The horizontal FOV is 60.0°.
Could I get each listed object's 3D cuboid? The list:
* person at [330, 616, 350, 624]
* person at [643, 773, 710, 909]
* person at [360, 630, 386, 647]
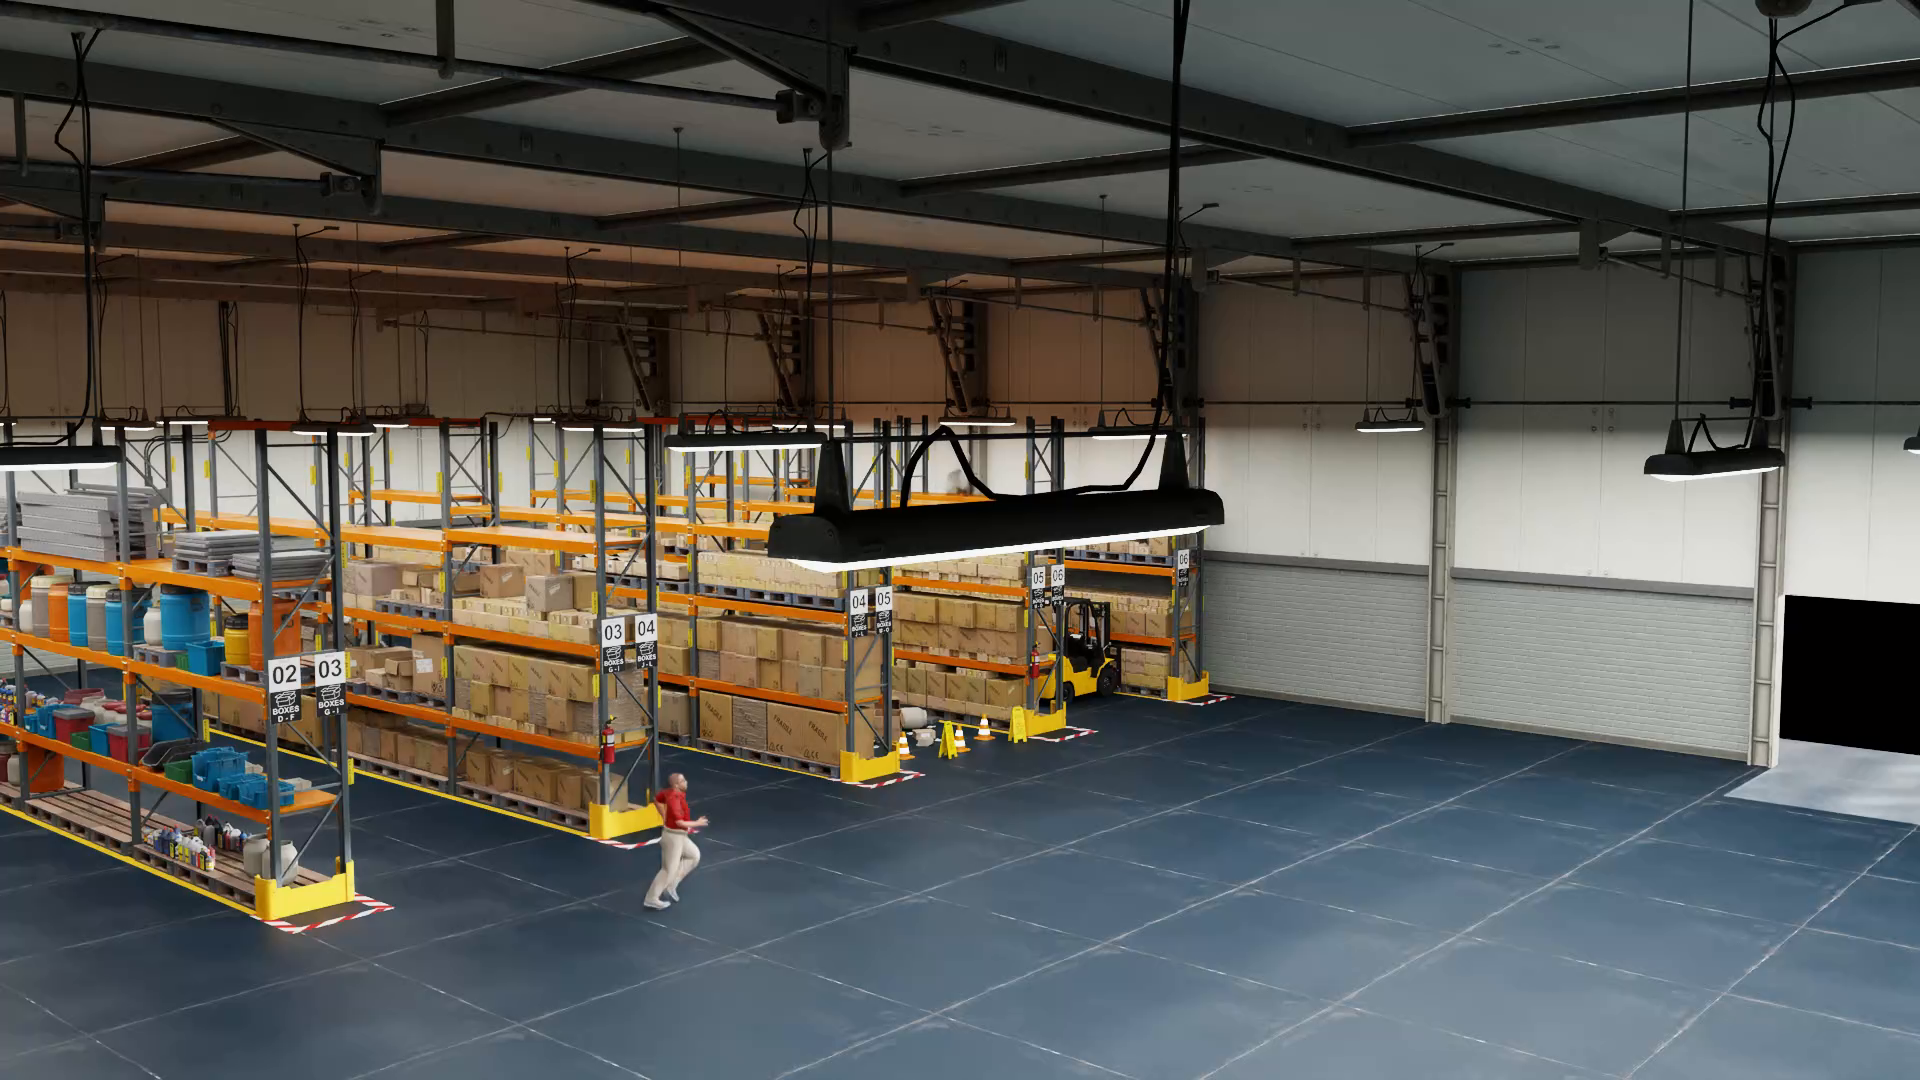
[{"bbox_3d":[-14.784,2.250,39.312,0.869,1.602,0.662,-2,5,-25],"label":"person"},{"bbox_3d":[-3.552,3.737,20.848,0.824,1.679,0.680,-1,5,-11],"label":"person"},{"bbox_3d":[-14.071,2.132,40.006,0.647,1.855,0.788,4,6,42],"label":"person"}]
